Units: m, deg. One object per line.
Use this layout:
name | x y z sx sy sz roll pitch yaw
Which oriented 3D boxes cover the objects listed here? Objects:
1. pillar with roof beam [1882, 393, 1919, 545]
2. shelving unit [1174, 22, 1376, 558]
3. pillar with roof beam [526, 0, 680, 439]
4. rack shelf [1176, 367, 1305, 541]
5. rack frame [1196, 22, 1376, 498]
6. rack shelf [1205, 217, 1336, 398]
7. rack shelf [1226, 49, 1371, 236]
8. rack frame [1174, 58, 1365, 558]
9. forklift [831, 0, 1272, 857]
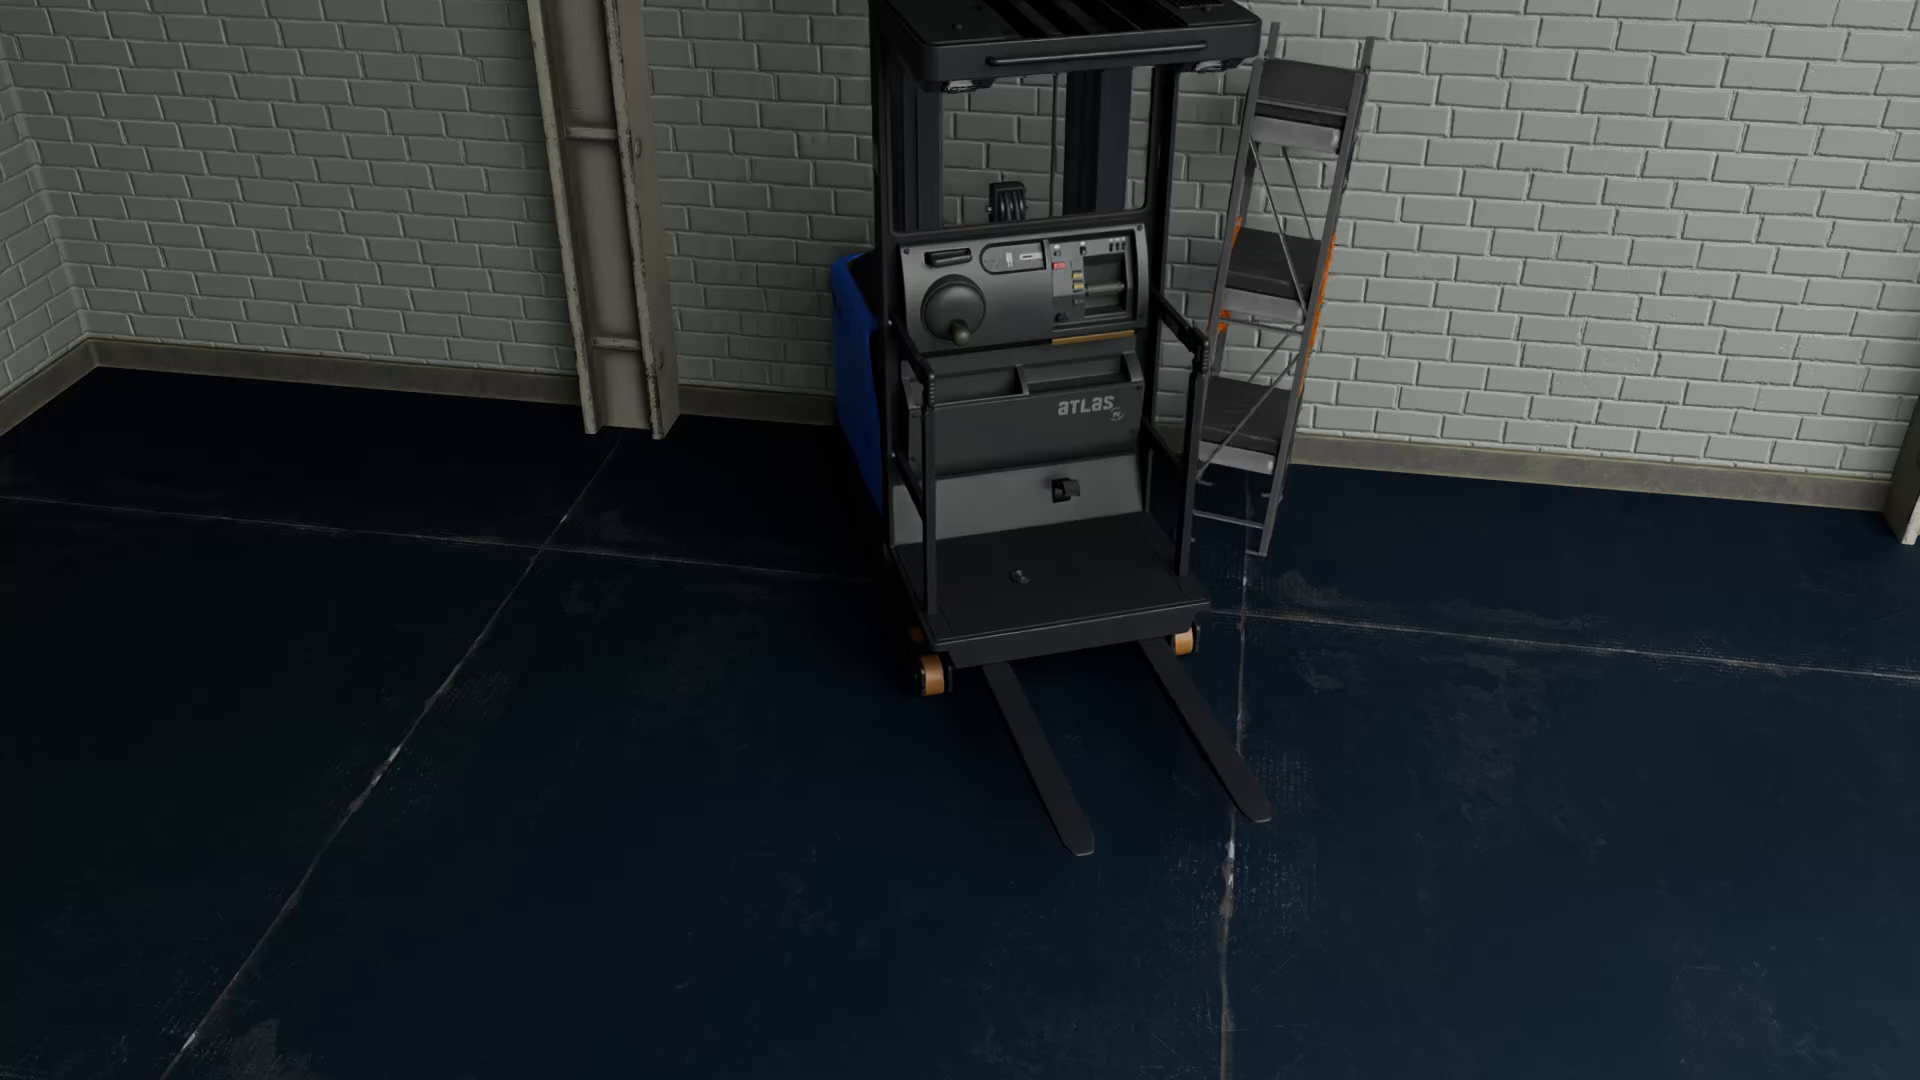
pillar with roof beam | 3.585 -1.611 1.342 0.400 9.000 9.100 5 32 8
shelving unit | 1.259 -0.966 6.782 0.431 2.100 0.503 12 35 11
pillar with roof beam | -2.329 -2.146 2.197 0.400 9.000 9.100 5 32 8
rack shelf | 1.211 -0.375 7.179 0.431 0.518 0.480 12 35 11
rack frame | 1.327 -1.093 6.978 0.400 2.100 0.015 12 35 11
rack shelf | 1.258 -0.955 6.789 0.431 0.518 0.480 12 35 11
rack shelf | 1.304 -1.534 6.399 0.431 0.518 0.480 12 35 11
rack frame | 1.190 -0.839 6.585 0.400 2.100 0.015 12 35 11
forklift | 0.298 -0.879 5.892 1.130 2.935 3.031 -8 33 -13
